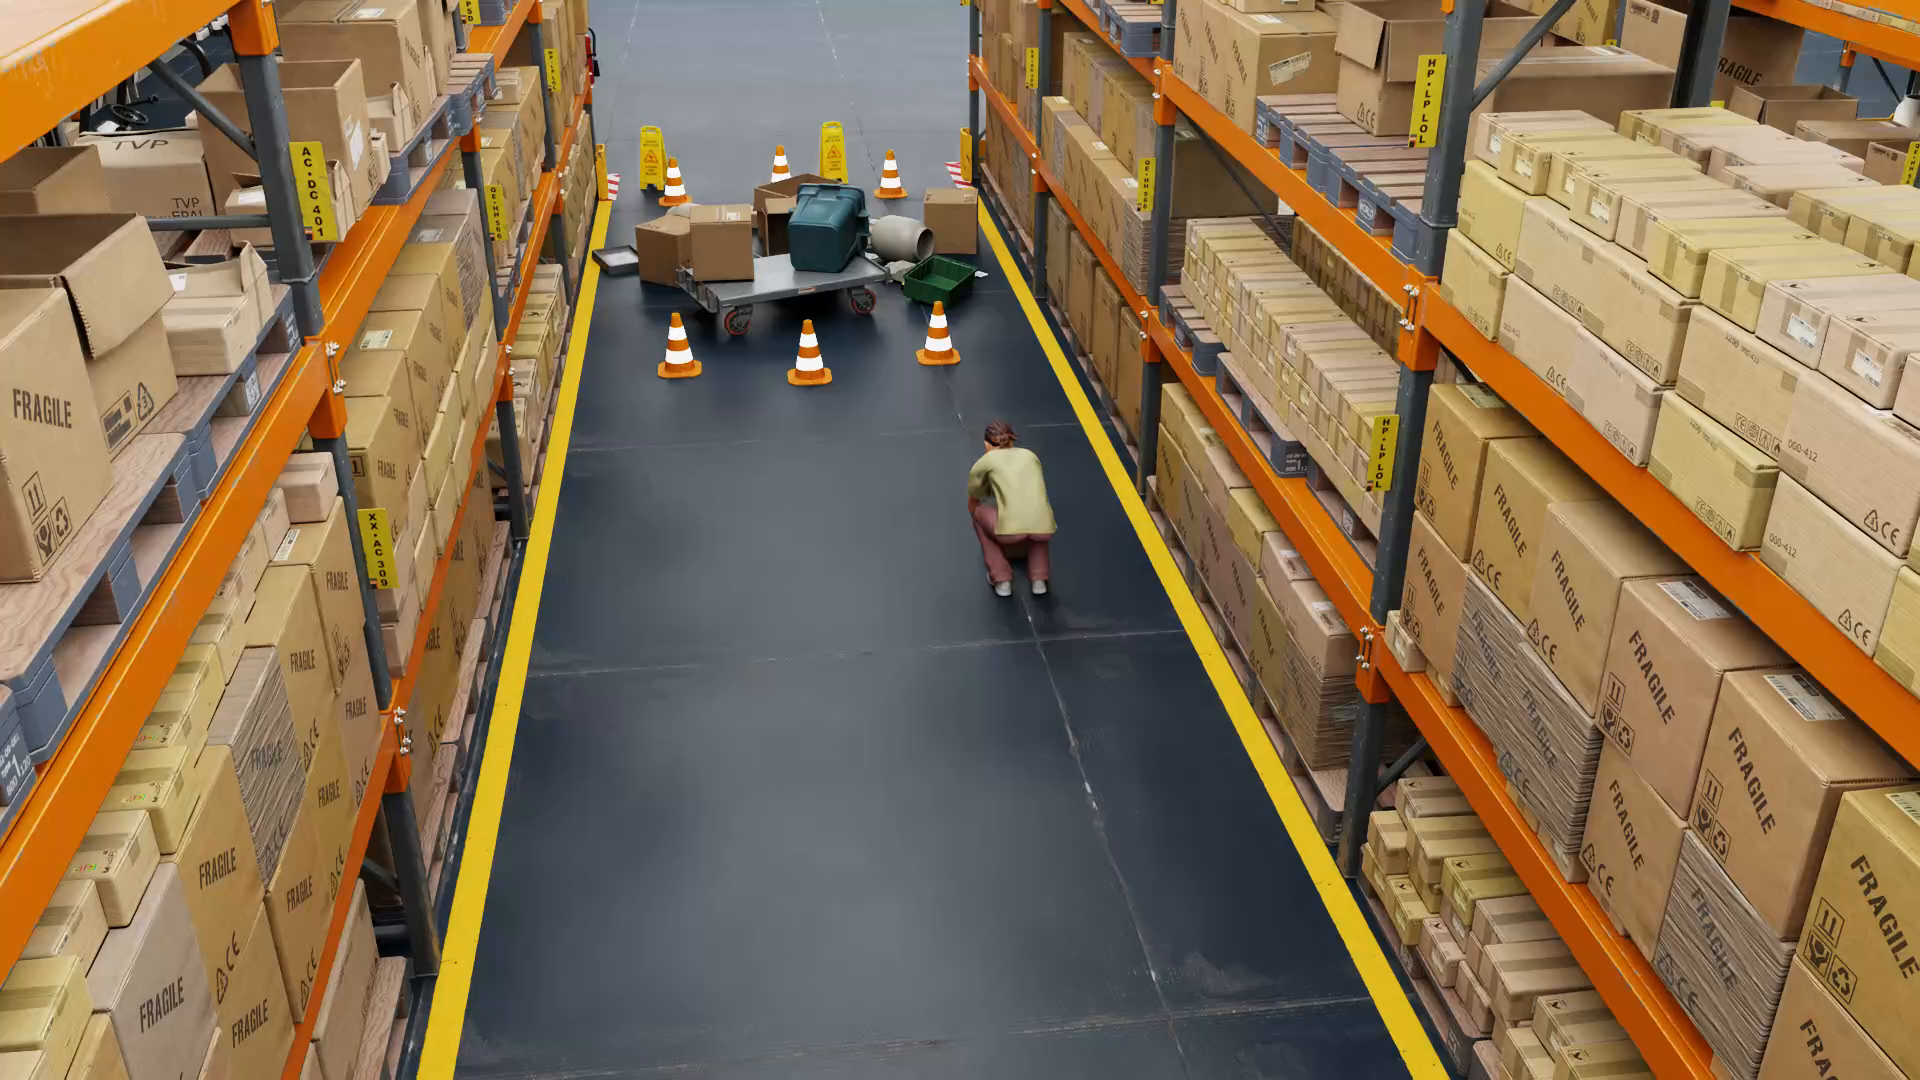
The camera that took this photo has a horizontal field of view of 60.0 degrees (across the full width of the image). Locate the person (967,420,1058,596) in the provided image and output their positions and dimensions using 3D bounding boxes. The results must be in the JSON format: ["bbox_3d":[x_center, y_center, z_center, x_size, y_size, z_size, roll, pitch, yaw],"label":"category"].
[{"bbox_3d":[0.305,-0.178,9.827,0.489,0.890,0.799,-4,27,-7],"label":"person"}]
